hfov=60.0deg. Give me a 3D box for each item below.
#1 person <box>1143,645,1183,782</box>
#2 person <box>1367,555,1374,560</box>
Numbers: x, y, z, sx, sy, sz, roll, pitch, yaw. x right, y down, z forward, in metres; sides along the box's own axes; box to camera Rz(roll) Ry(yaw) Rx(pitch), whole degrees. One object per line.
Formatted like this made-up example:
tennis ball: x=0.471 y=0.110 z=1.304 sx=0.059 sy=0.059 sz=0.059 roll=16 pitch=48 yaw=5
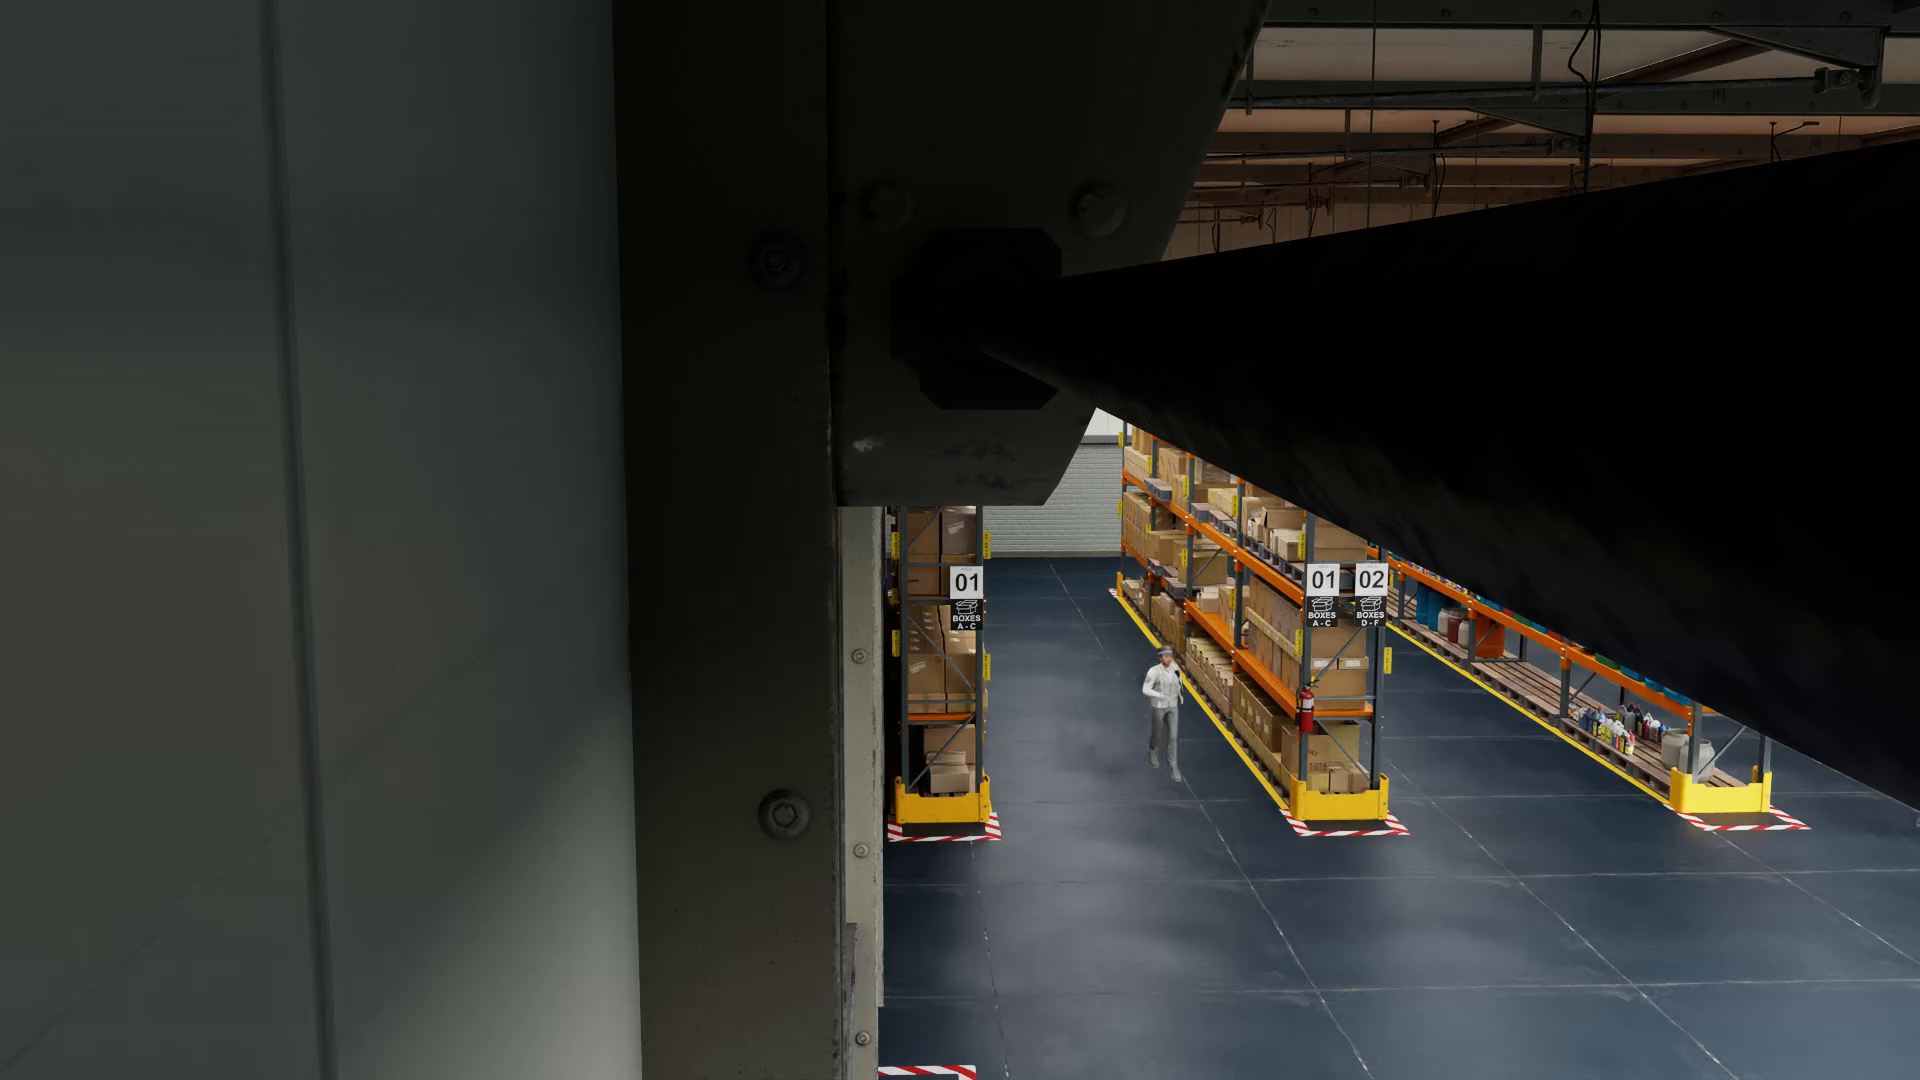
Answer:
person: x=2.655 y=2.193 z=21.591 sx=0.645 sy=1.732 sz=0.874 roll=-3 pitch=8 yaw=-19
person: x=9.865 y=-0.055 z=39.370 sx=0.759 sy=1.737 sz=0.638 roll=3 pitch=8 yaw=17
